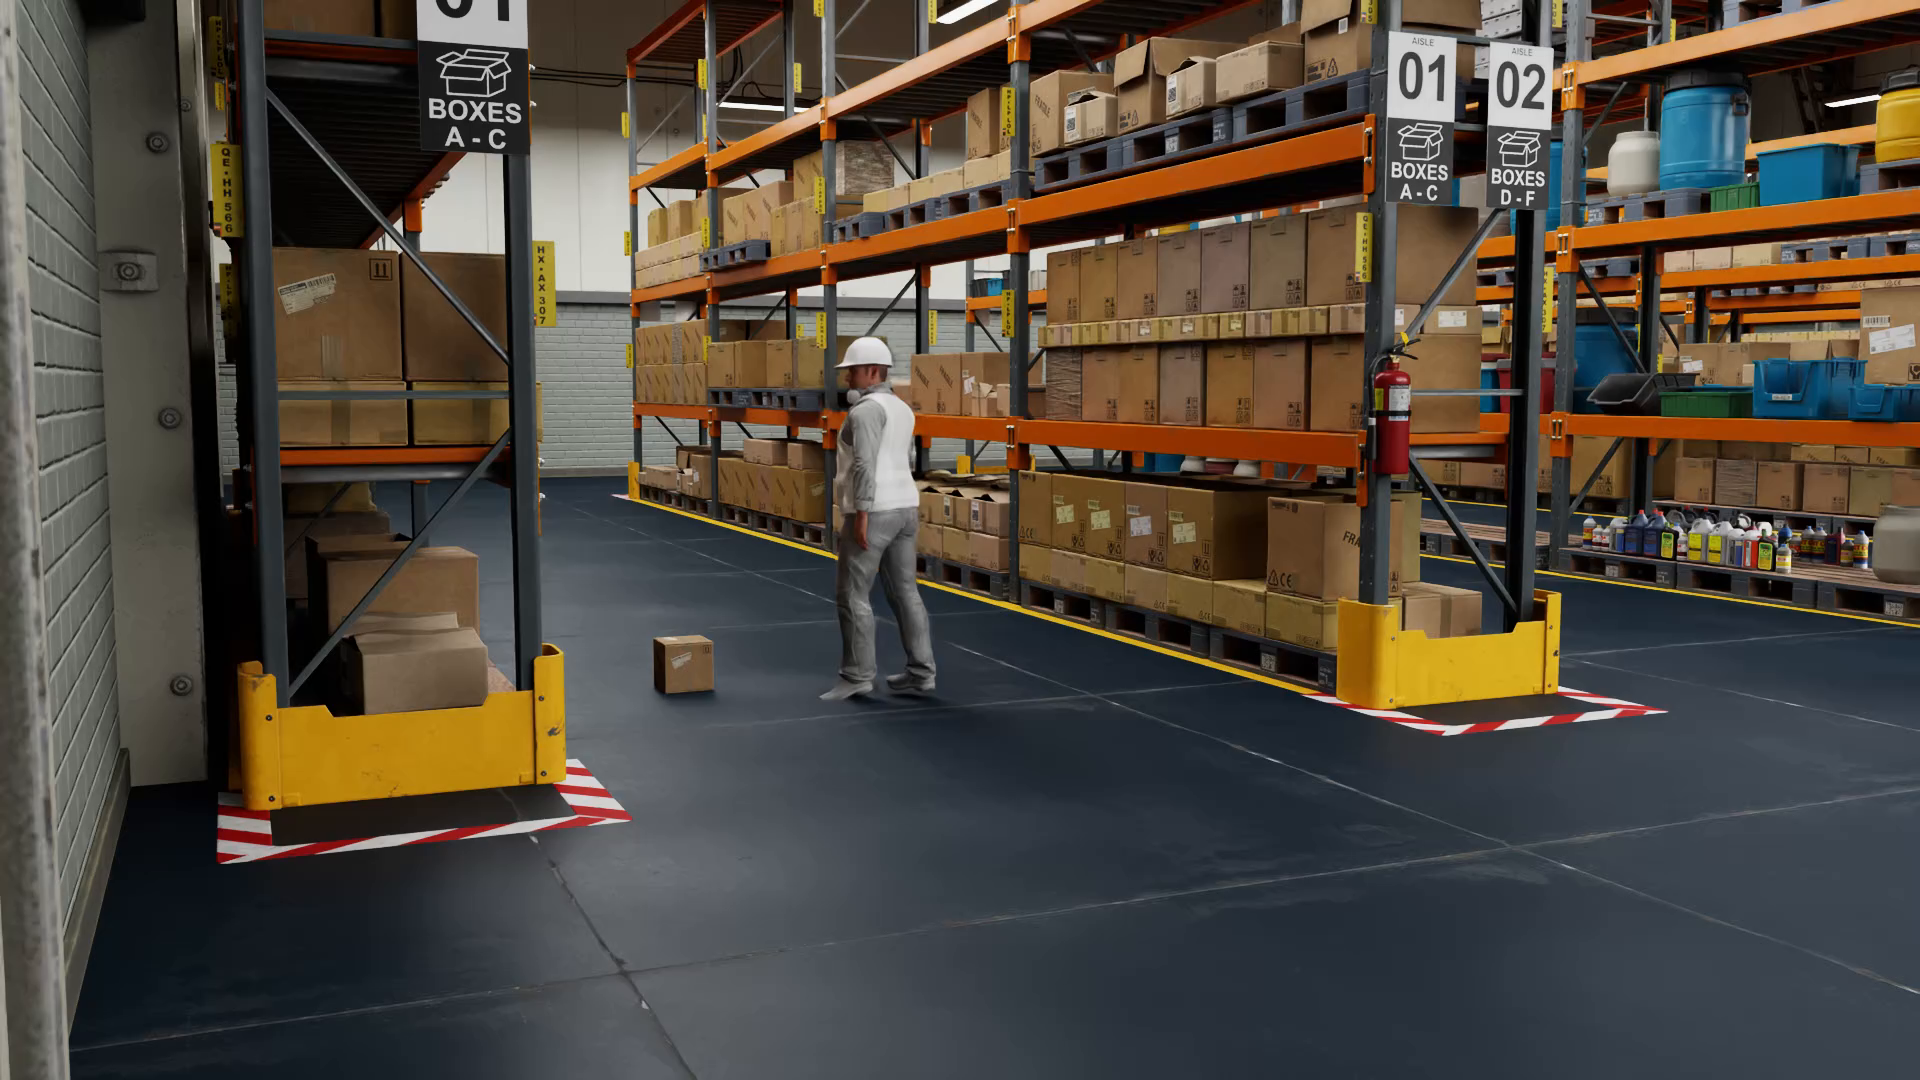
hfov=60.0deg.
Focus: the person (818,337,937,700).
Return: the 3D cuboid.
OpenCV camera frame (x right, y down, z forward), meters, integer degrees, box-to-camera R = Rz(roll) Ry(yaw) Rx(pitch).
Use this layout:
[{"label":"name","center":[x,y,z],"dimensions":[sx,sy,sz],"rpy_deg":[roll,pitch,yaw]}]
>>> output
[{"label":"person","center":[-0.362,-0.089,8.242],"dimensions":[0.563,1.824,0.557],"rpy_deg":[3,6,29]}]
